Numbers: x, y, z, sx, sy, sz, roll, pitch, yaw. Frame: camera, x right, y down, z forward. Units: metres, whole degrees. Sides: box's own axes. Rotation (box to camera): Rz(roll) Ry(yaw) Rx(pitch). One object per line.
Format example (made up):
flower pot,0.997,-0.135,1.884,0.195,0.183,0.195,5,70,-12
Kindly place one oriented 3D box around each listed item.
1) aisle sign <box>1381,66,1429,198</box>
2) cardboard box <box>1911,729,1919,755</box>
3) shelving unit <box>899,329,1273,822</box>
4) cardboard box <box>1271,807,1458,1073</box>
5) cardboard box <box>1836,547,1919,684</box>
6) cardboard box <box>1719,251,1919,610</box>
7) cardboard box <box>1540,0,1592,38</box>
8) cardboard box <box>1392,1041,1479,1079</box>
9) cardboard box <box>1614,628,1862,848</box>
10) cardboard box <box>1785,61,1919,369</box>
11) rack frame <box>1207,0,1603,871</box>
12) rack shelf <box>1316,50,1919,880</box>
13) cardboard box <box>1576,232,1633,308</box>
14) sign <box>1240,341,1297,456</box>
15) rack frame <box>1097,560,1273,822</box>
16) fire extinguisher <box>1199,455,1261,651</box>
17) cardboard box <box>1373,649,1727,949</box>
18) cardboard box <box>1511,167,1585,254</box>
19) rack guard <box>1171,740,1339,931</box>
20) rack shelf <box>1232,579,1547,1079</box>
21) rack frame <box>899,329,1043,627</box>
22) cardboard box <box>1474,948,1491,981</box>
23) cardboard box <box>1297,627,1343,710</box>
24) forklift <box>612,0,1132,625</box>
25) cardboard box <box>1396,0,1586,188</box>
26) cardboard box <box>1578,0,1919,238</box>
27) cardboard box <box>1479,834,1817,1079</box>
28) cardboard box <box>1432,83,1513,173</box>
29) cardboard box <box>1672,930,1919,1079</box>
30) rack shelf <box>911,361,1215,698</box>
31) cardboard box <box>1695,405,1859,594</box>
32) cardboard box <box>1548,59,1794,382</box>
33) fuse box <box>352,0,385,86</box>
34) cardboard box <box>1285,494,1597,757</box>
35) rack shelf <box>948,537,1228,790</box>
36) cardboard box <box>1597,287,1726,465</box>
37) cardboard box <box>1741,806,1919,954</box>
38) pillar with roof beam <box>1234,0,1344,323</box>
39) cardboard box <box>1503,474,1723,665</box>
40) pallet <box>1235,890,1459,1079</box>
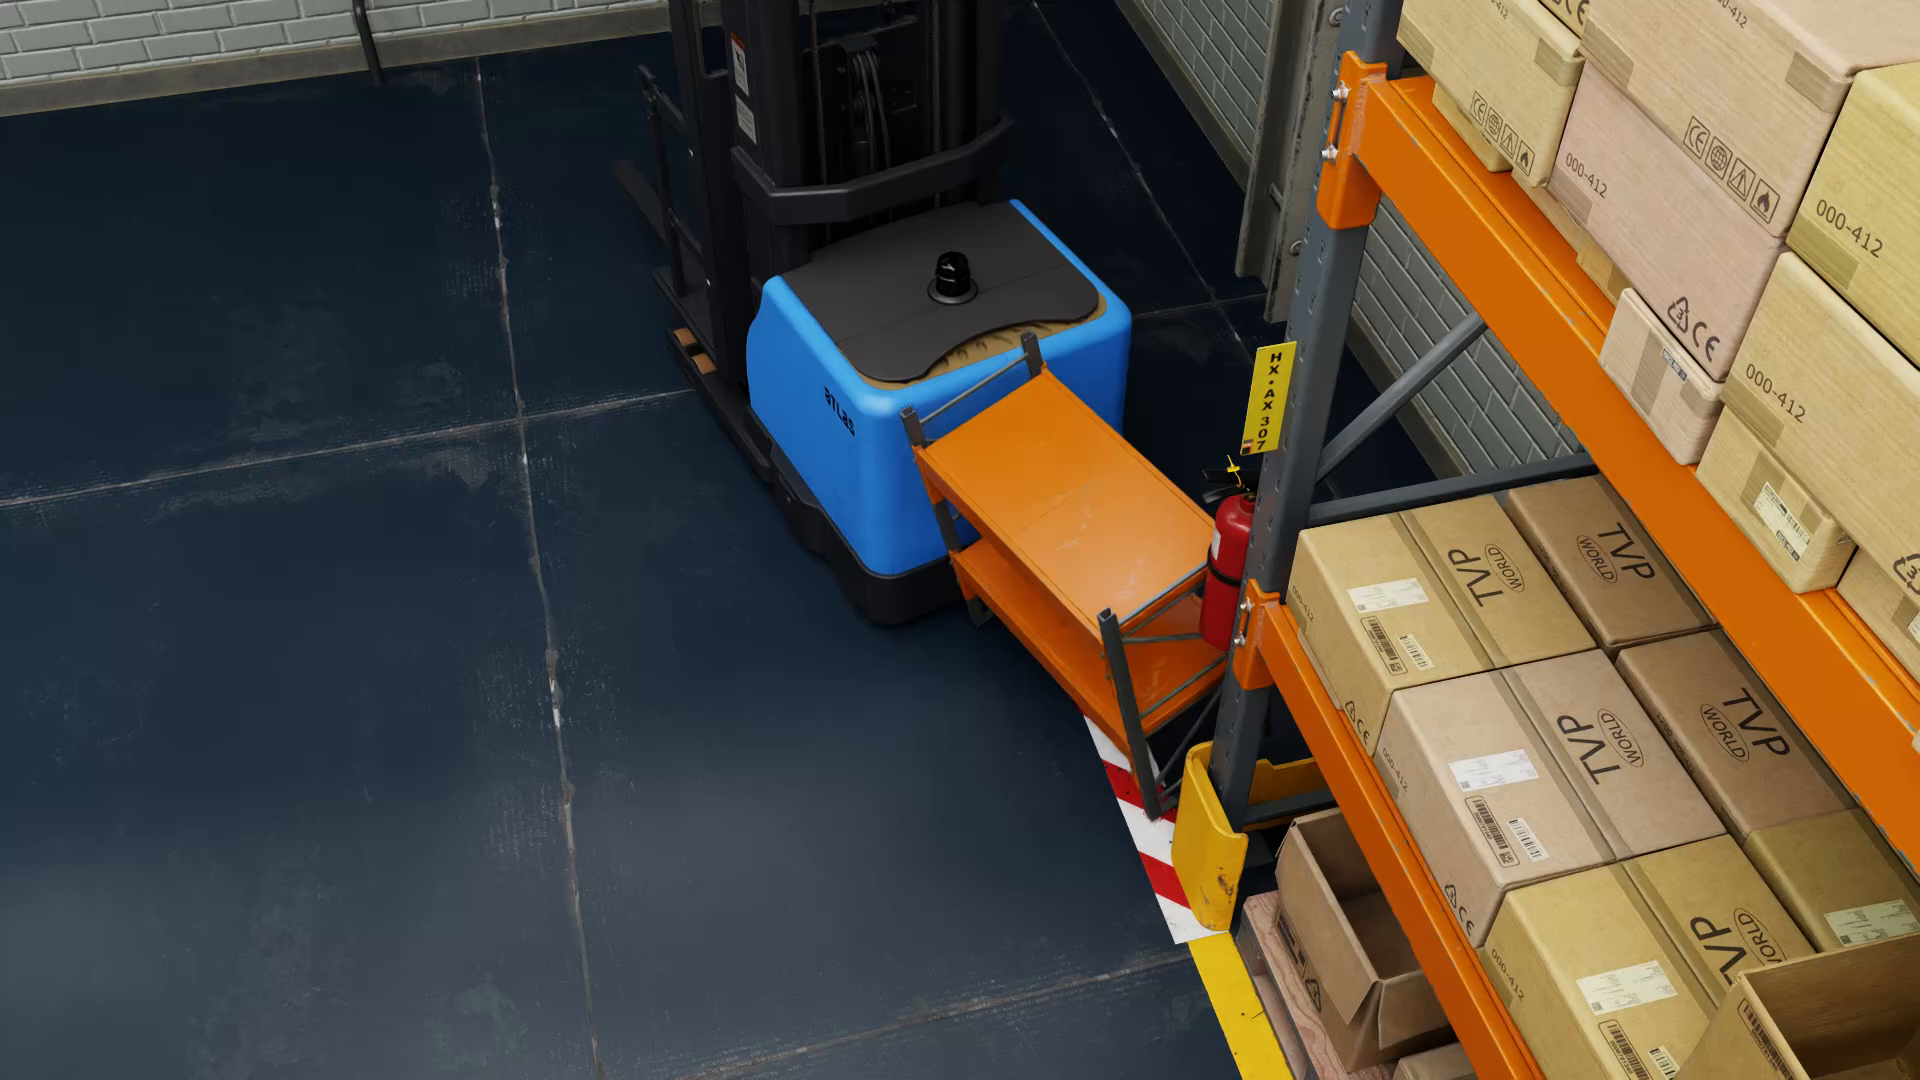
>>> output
aisle sign,0.941,-1.025,3.334,0.394,0.787,0.004,-11,47,-10
cardboard box,1.398,0.255,1.976,0.380,0.149,0.250,-11,47,-10
shelving unit,0.417,0.121,5.252,0.538,1.125,1.048,-34,52,-12
cardboard box,1.308,1.045,4.580,0.797,0.503,0.637,-12,47,-12
cardboard box,1.402,0.065,2.162,0.380,0.149,0.250,-11,47,-11
cardboard box,1.361,-0.164,2.107,0.500,0.250,0.500,-12,47,-12
cardboard box,1.113,-1.046,2.621,0.500,0.250,0.500,-11,47,-11
cardboard box,1.379,1.469,4.412,0.380,0.149,0.250,-12,47,-12
cardboard box,1.748,0.452,3.604,0.500,0.250,0.500,-11,47,-10
cardboard box,1.367,-0.347,1.936,0.500,0.250,0.500,-11,47,-11
rack frame,1.243,-0.122,4.269,1.000,3.000,0.127,-11,47,-10
rack shelf,1.755,0.461,2.102,1.077,0.370,4.000,-11,47,-10
cardboard box,1.241,-0.465,2.681,0.380,0.149,0.250,-11,47,-10
sign,0.718,-0.326,3.863,0.100,0.325,0.005,-11,47,-10
rack frame,0.693,0.417,4.944,0.500,1.125,0.032,-34,52,-12
fire extinguisher,0.758,0.019,4.447,0.296,0.674,0.183,-11,47,-10
cardboard box,1.228,0.537,3.520,0.500,0.250,0.500,-10,46,-10
cardboard box,1.192,-0.645,2.858,0.380,0.149,0.250,-10,46,-10
rack guard,1.262,0.806,5.111,1.175,0.500,0.348,-11,47,-10
rack shelf,1.755,1.511,3.173,1.077,0.370,4.000,-11,47,-10
rack frame,0.140,-0.174,5.559,0.500,1.125,0.032,-34,52,-12
cardboard box,1.278,0.771,3.570,0.380,0.149,0.250,-9,46,-9
cardboard box,1.061,0.243,4.087,0.380,0.149,0.250,-11,47,-11
forklift,-0.569,-1.776,5.938,1.130,2.935,3.031,-22,49,-20
cardboard box,1.092,-0.867,2.796,0.500,0.250,0.500,-11,47,-11
cardboard box,1.225,-0.691,2.274,0.500,0.250,0.500,-11,47,-11
cardboard box,1.361,0.886,3.178,0.500,0.250,0.500,-12,47,-11
cardboard box,1.099,-0.821,3.030,0.380,0.149,0.250,-10,46,-9
cardboard box,1.483,0.962,2.579,0.500,0.500,0.500,-10,46,-9
rack shelf,0.357,-0.057,5.027,0.538,0.278,1.000,-34,52,-12
cardboard box,1.279,-0.094,2.318,0.380,0.149,0.250,-11,47,-10
cardboard box,1.242,-0.520,2.456,0.500,0.250,0.500,-10,46,-10
fuse box,-2.953,-2.933,7.926,0.539,1.711,0.414,-11,47,-10
cardboard box,1.098,0.189,3.861,0.500,0.250,0.500,-10,47,-10
rack shelf,0.467,0.270,5.439,0.538,0.278,1.000,-34,52,-12
cardboard box,1.205,-0.274,2.494,0.380,0.149,0.250,-10,46,-9
cardboard box,1.870,0.795,3.268,0.500,0.250,0.500,-9,46,-9
pillar with roof beam,-2.738,-3.461,3.341,9.100,9.000,0.400,-11,47,-10
cardboard box,1.617,0.096,3.953,0.500,0.250,0.500,-9,46,-9
pallet,1.467,1.457,4.675,1.003,0.211,1.213,-11,47,-10
